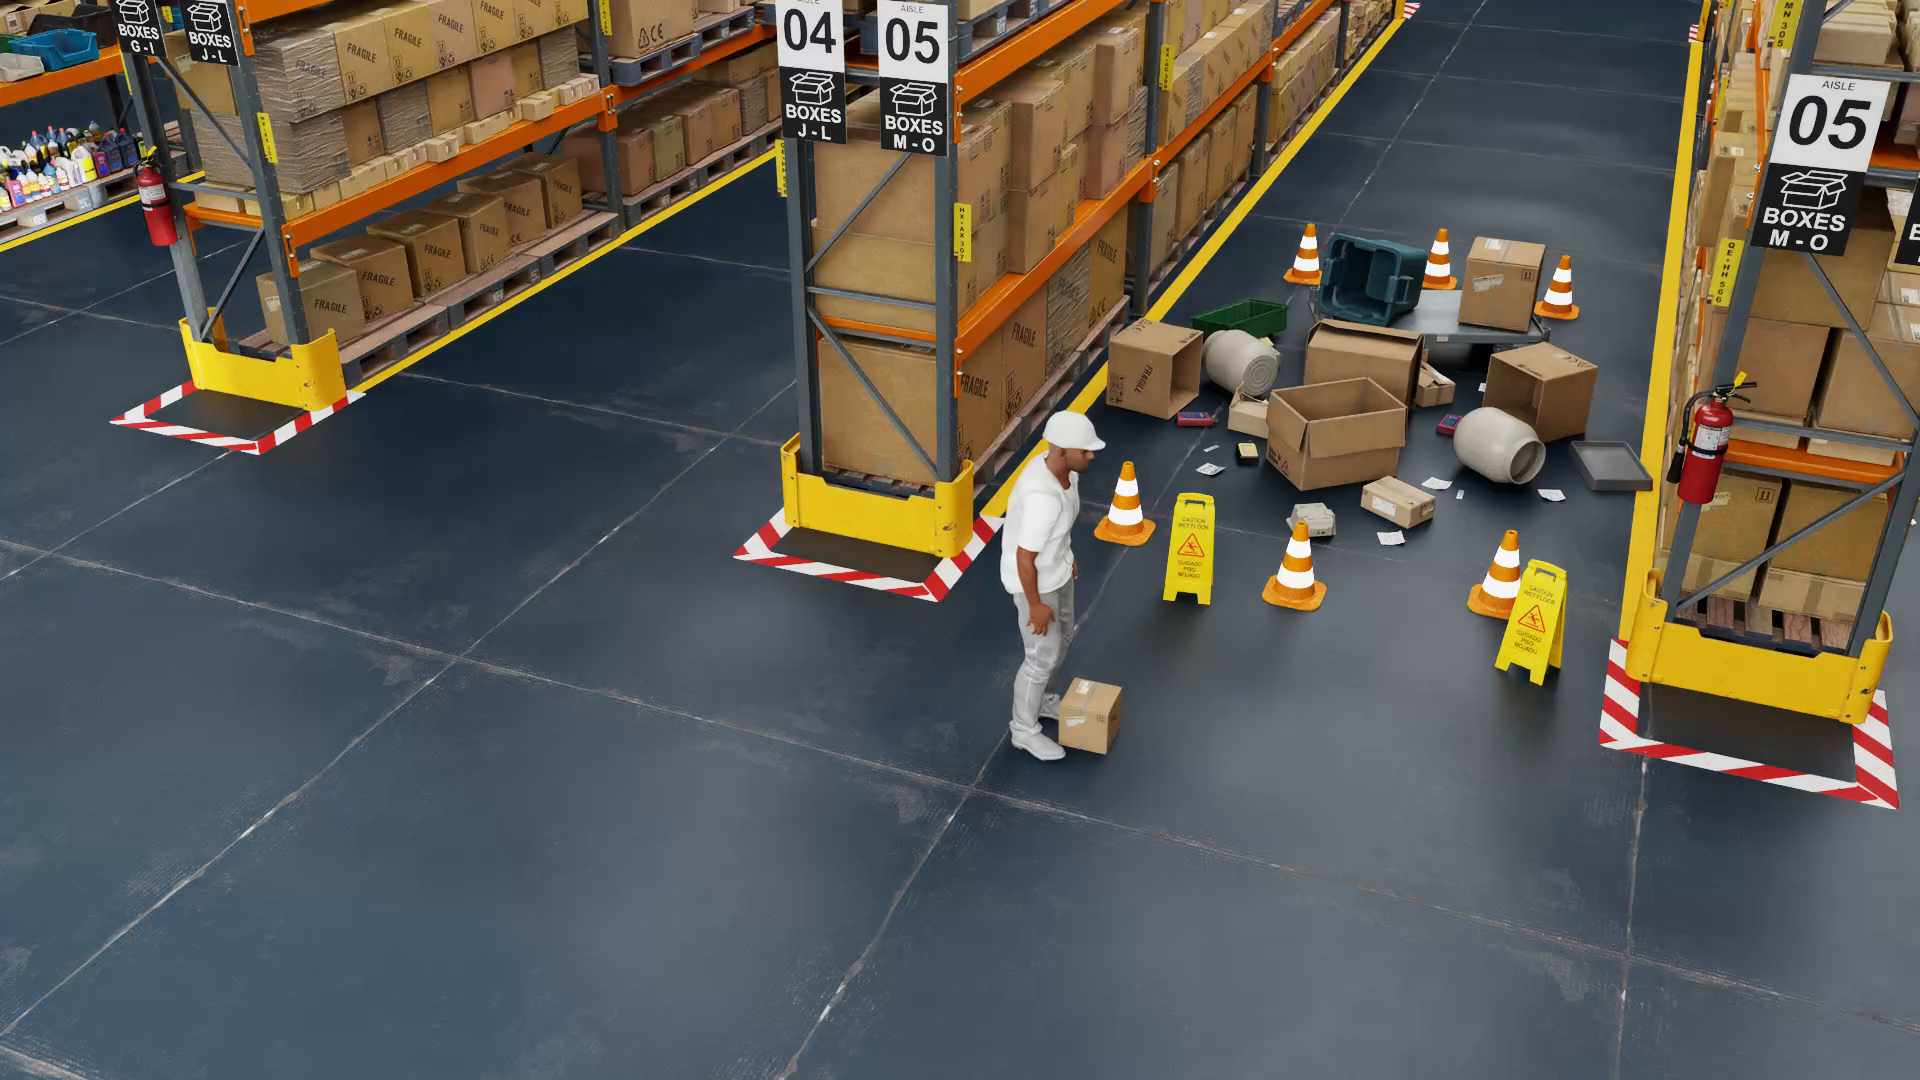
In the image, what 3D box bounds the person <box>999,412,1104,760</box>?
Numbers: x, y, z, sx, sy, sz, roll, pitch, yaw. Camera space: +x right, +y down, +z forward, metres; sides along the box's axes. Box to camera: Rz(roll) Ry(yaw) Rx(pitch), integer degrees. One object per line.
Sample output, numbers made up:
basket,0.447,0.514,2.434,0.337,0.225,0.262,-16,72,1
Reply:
person,0.432,0.192,8.040,0.460,1.760,0.625,11,31,19
